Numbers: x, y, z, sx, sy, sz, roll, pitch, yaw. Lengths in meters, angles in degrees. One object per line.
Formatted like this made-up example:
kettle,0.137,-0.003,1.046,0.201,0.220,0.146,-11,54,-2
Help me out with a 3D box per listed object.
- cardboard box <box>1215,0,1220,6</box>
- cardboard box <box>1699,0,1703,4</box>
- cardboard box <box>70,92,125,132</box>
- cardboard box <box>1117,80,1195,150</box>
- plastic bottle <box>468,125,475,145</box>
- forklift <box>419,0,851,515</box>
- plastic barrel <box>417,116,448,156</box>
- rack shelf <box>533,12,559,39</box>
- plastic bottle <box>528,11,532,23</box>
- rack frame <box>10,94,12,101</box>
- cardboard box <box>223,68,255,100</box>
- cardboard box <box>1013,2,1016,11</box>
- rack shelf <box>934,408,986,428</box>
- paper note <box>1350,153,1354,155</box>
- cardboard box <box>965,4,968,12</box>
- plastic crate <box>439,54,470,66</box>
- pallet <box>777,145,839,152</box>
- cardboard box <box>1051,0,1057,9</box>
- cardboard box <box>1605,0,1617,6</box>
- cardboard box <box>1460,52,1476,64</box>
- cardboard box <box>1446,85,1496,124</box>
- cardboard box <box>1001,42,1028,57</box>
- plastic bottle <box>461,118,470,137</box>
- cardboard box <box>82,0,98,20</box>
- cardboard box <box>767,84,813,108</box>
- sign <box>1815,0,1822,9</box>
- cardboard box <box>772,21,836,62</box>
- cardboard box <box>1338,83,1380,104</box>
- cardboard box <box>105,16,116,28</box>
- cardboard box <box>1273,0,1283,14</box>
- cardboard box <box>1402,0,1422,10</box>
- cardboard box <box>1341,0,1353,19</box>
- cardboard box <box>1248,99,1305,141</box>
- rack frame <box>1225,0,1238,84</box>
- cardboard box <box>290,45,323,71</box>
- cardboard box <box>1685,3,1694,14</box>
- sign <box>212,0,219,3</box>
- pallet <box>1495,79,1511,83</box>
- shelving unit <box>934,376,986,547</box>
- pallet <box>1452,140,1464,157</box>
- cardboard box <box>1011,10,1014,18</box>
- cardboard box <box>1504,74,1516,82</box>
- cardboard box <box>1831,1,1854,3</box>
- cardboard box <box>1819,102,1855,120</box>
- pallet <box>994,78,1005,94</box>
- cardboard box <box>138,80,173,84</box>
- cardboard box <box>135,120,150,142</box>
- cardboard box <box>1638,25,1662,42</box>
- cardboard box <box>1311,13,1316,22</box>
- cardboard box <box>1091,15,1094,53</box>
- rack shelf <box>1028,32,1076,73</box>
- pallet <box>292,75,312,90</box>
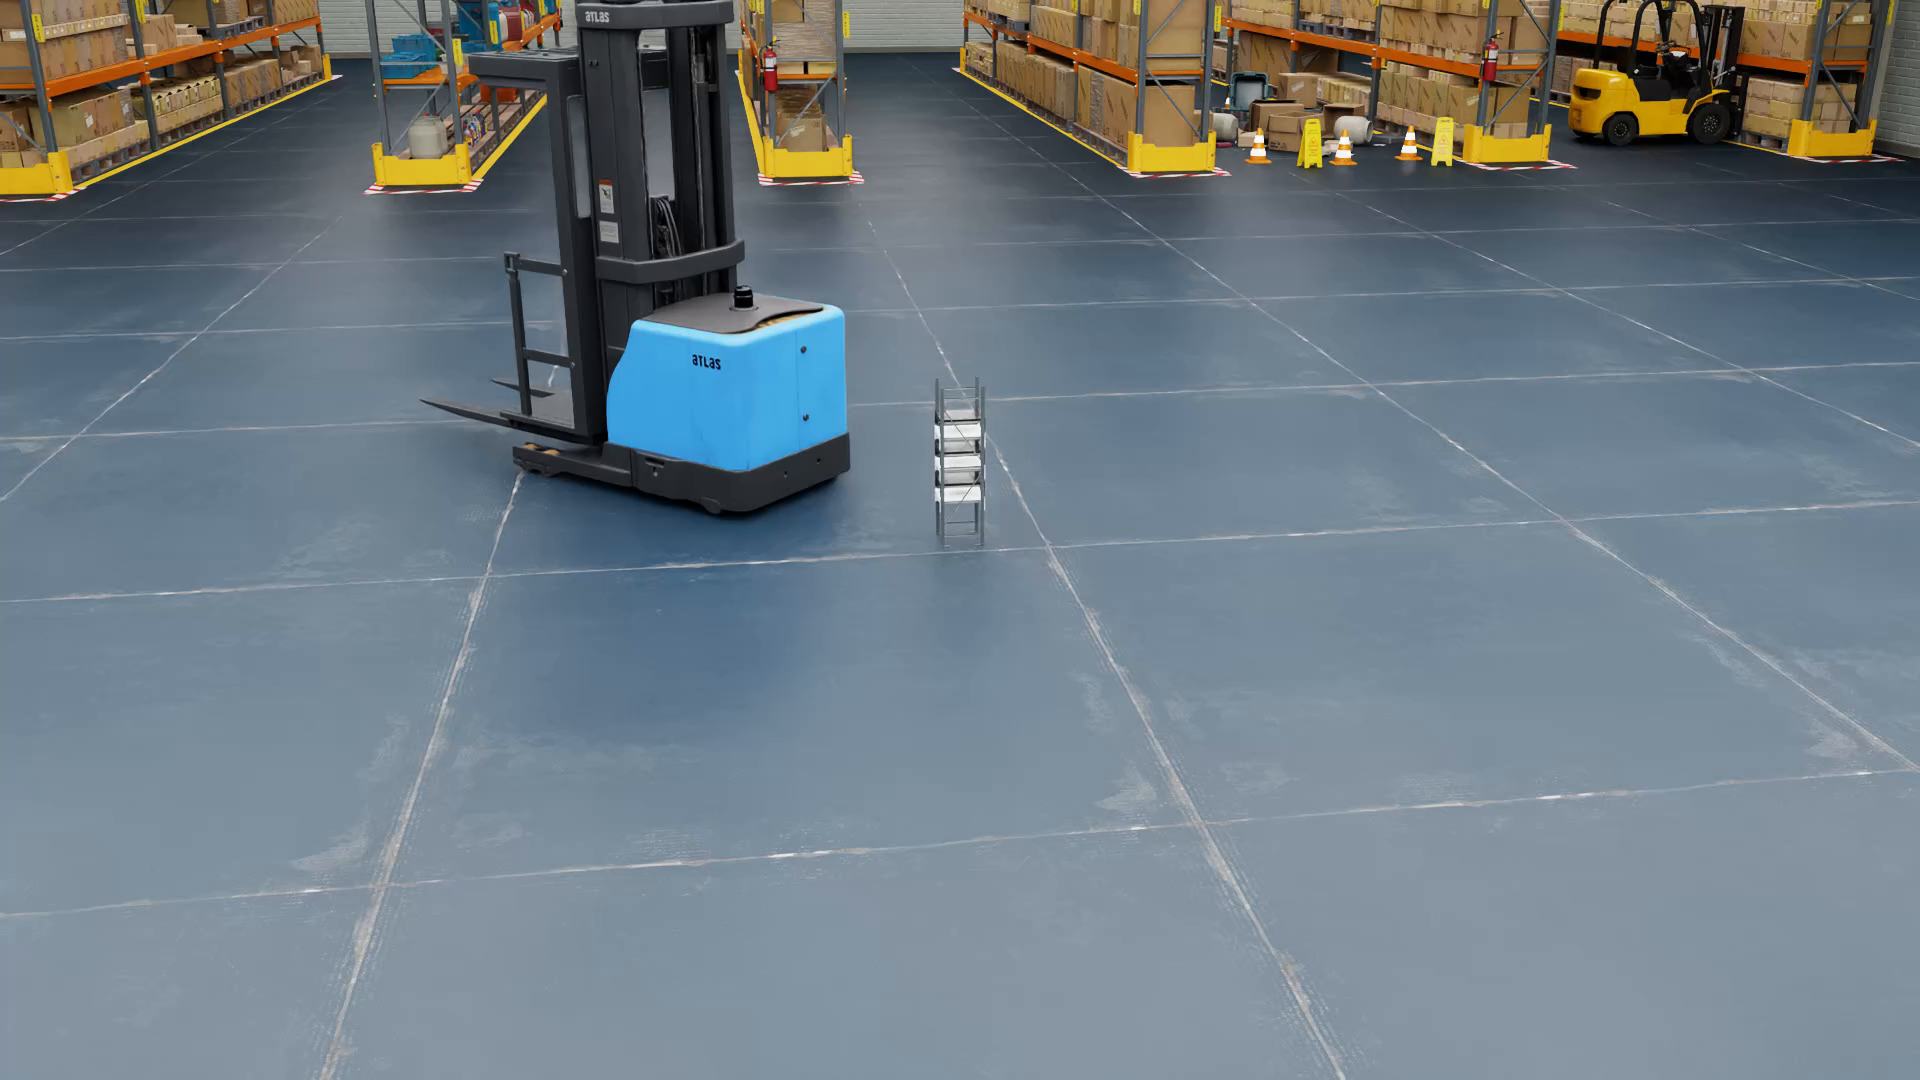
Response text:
cardboard box,5.648,-11.320,35.095,0.500,0.500,0.500,-3,21,-9
cardboard box,12.037,-8.621,26.515,0.380,0.149,0.250,-3,21,-9
cardboard box,-11.989,-5.944,23.100,0.500,0.500,0.500,-3,21,-8
cardboard box,2.731,-5.941,23.273,0.875,0.875,0.875,-3,21,-7
plastic bottle,-6.932,-5.734,23.551,0.097,0.271,0.097,0,20,0
forklift,-2.174,-1.902,10.118,3.031,2.935,1.130,14,24,32
plastic barrel,-7.173,-5.472,22.536,0.421,0.512,0.421,0,20,0
rack shelf,-8.948,-10.554,34.214,1.077,0.370,4.000,-3,21,-8
plastic bottle,-8.205,-9.946,31.724,0.061,0.283,0.133,-3,21,-8
rack frame,-18.463,-9.699,30.896,1.000,3.000,0.127,-3,21,-8
cardboard box,-12.917,-8.127,29.632,0.500,0.500,0.500,-3,21,-8
cardboard box,1.179,-9.737,30.333,0.380,0.149,0.250,-2,21,-6
rack shelf,-0.001,-0.646,8.983,0.258,0.077,0.200,-3,21,-8
paper note,5.672,-5.629,24.244,0.148,0.019,0.142,-11,23,-26
cardboard box,0.310,-11.802,36.886,0.380,0.149,0.250,-3,21,-8
plastic crate,-7.022,-6.755,23.393,0.530,0.136,0.437,-3,21,-8
pallet,-2.122,-5.296,23.095,1.003,0.211,1.213,-3,21,-8
cardboard box,1.946,-9.285,28.217,0.700,0.500,0.500,-3,21,-9
cardboard box,11.515,-9.416,29.070,0.380,0.149,0.250,-3,21,-9
cardboard box,7.366,-6.876,23.698,0.380,0.149,0.250,-3,21,-8
cardboard box,7.404,-6.317,24.101,0.500,0.500,0.500,-3,21,-7
cardboard box,1.088,-9.587,32.497,0.500,0.250,0.500,-2,21,-6
plastic bottle,-7.244,-6.067,24.438,0.152,0.276,0.135,-3,21,-8
cardboard box,-12.193,-7.333,22.565,0.700,0.500,0.500,-3,21,-8
cardboard box,-2.804,-7.287,27.382,0.700,0.500,0.500,-5,21,-12
sign,12.150,-7.675,23.486,0.100,0.325,0.005,-3,21,-8
cardboard box,-2.081,-6.671,22.223,0.875,0.500,0.500,-3,21,-8
cardboard box,7.016,-7.574,28.363,0.950,0.372,0.625,-2,21,-4
cardboard box,-12.084,-7.271,23.326,0.380,0.149,0.250,-4,21,-9
cardboard box,6.226,-10.059,31.361,0.500,0.250,0.500,-3,21,-9
cardboard box,7.147,-8.316,25.198,0.700,0.500,0.500,-3,21,-9
cardboard box,6.766,-9.060,28.018,0.500,0.500,0.500,-2,21,-6
cardboard box,4.876,-6.491,25.682,0.797,0.637,0.503,-3,21,-8
rack frame,6.048,-10.948,34.241,1.000,3.000,0.127,-3,21,-8
cardboard box,-13.817,-10.194,35.166,0.500,0.500,0.500,-3,21,-8
cardboard box,11.937,-8.567,26.797,0.380,0.149,0.250,-2,21,-6
sign,-12.437,-9.136,27.736,0.100,0.325,0.005,-3,21,-8
pallet,11.293,-9.190,33.520,1.003,0.211,1.213,-3,21,-8
shelving unit,-0.001,-0.424,9.066,0.258,0.900,0.210,-3,21,-8
pallet,7.685,-5.796,24.433,1.003,0.211,1.213,-3,21,-8
cardboard box,1.143,-9.680,30.605,0.380,0.149,0.250,-3,21,-7
cardboard box,11.122,-9.331,32.884,0.500,0.500,0.500,-2,21,-5
cardboard box,12.876,-7.757,24.203,0.380,0.149,0.250,-2,21,-6
cardboard box,12.827,-6.361,24.575,0.500,0.250,0.500,-3,21,-7
pallet,1.278,-9.087,33.245,1.003,0.211,1.213,-3,21,-8
cardboard box,-13.117,-7.358,27.159,0.500,0.311,0.500,-3,21,-9
cardboard box,-12.126,-5.939,24.160,0.500,0.250,0.500,-3,21,-8
cardboard box,11.781,-8.521,27.957,0.500,0.250,0.500,-2,21,-7
cardboard box,6.489,-9.323,29.650,0.380,0.149,0.250,-4,21,-11
cardboard box,2.484,-7.647,25.189,0.875,0.550,0.550,-3,21,-8
rack shelf,2.029,-8.249,28.043,1.077,0.370,4.000,-3,21,-8
pallet,-13.839,-9.304,33.827,1.003,0.211,1.213,-3,21,-8
